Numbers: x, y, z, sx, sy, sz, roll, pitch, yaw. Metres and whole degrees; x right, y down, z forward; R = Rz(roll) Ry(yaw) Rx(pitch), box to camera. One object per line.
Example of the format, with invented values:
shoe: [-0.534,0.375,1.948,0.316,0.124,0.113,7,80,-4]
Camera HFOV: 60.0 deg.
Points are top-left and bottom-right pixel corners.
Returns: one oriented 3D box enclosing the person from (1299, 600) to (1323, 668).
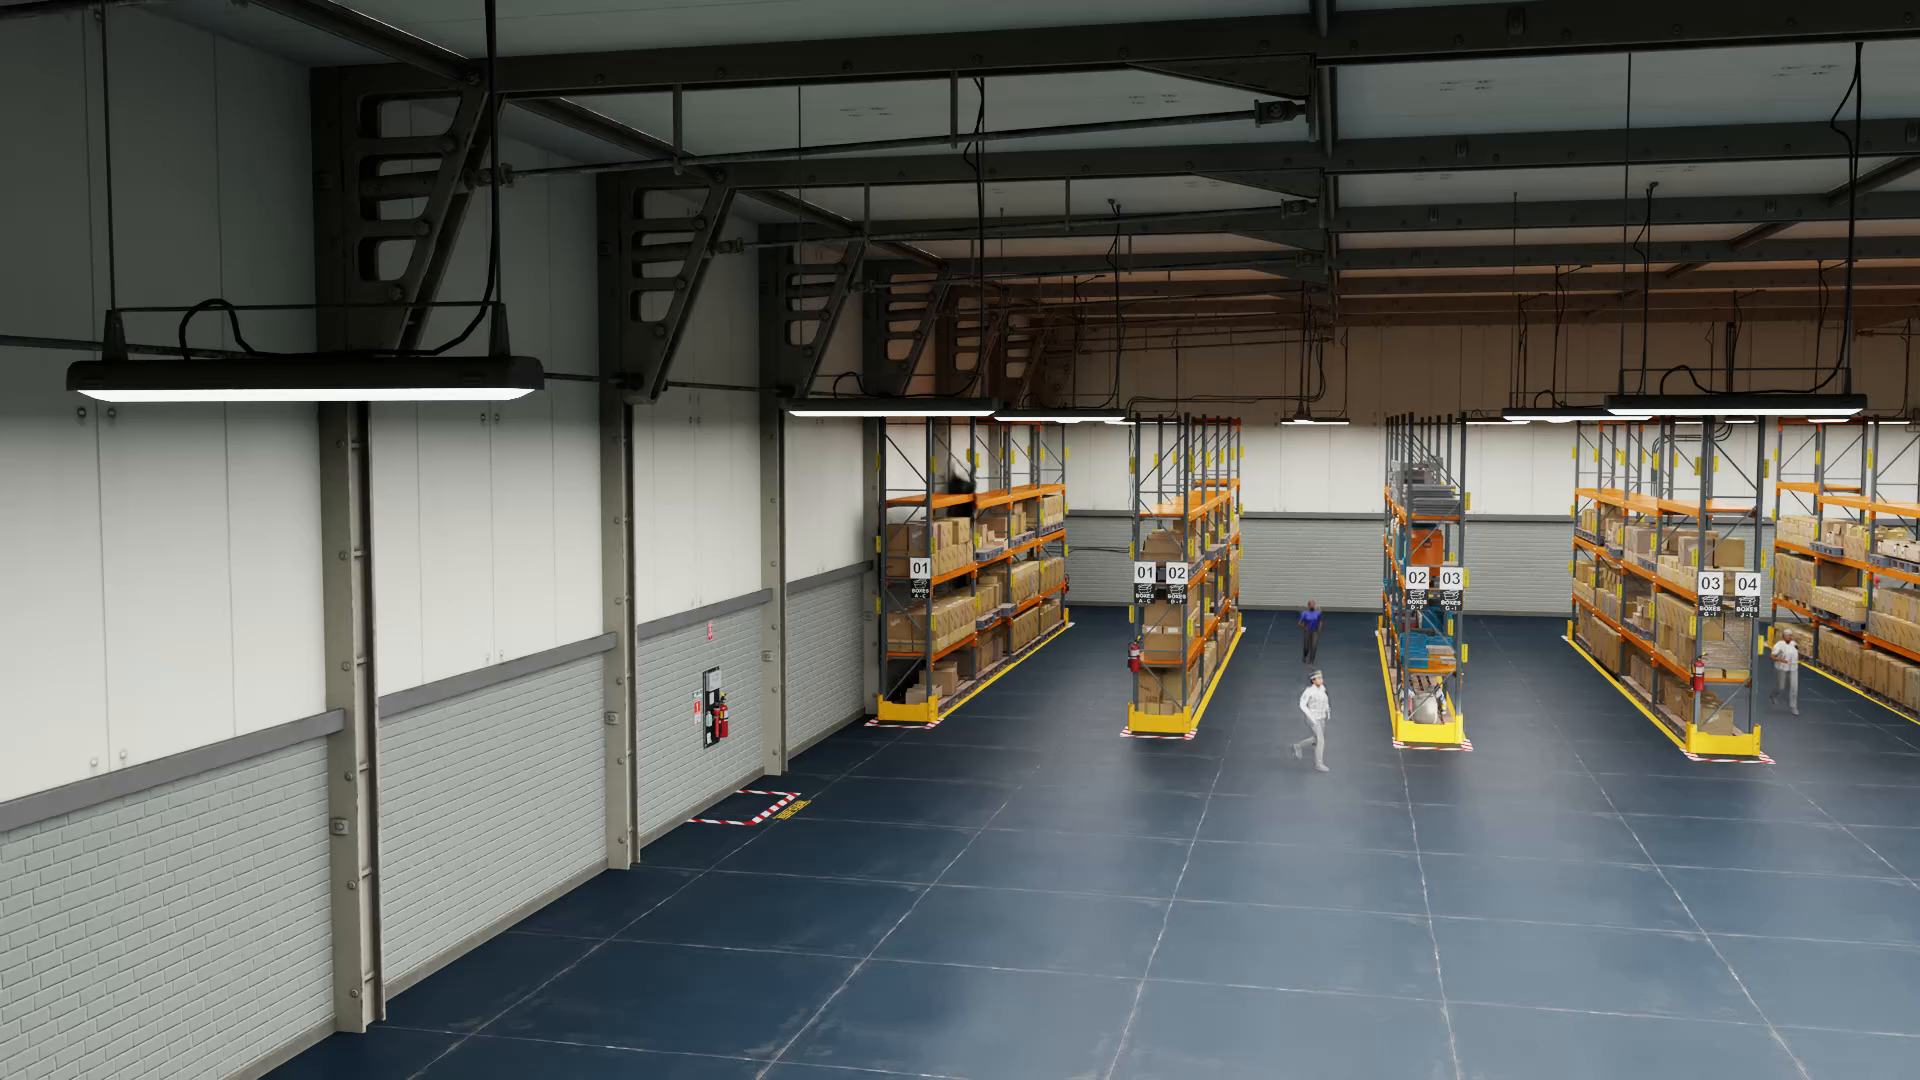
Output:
person: [8.369,2.241,39.657,0.572,1.601,0.617,0,4,1]

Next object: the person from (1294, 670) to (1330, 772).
person: [5.917,2.997,27.882,0.621,1.686,0.727,-3,5,-40]

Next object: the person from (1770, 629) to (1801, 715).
person: [16.626,2.623,33.493,0.613,1.669,0.930,0,4,3]

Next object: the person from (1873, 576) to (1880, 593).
person: [24.205,1.848,44.167,0.677,1.770,0.620,1,4,9]
